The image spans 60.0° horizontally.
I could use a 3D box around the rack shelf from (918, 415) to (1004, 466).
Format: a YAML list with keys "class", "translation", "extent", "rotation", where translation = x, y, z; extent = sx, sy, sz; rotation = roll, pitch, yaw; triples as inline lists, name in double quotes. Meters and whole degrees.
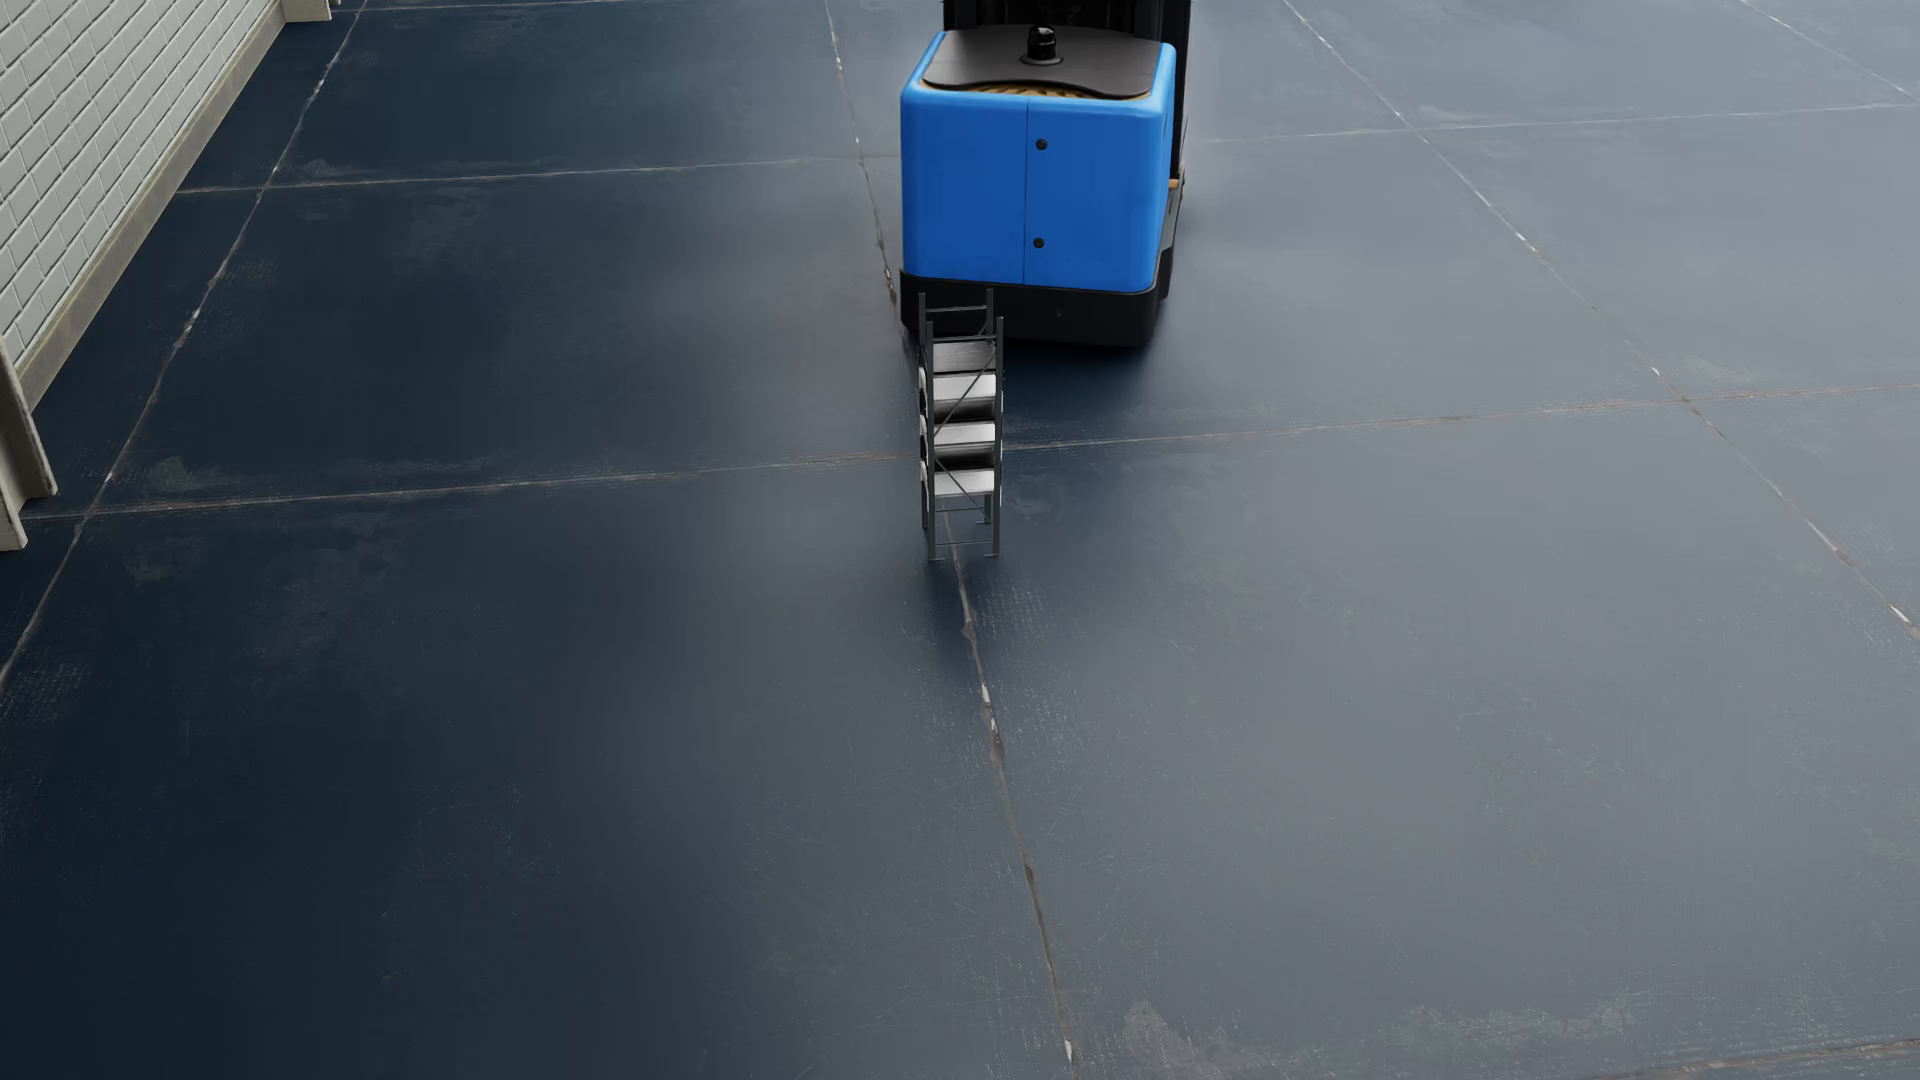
- class: "rack shelf"
  translation: [0.001, -0.340, 5.509]
  extent: [0.258, 0.077, 0.200]
  rotation: [-4, 35, -6]

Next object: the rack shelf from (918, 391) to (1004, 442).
- class: "rack shelf"
  translation: [0.001, -0.414, 5.458]
  extent: [0.258, 0.077, 0.200]
  rotation: [-4, 35, -6]

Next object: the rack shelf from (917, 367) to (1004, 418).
- class: "rack shelf"
  translation: [0.001, -0.489, 5.407]
  extent: [0.258, 0.077, 0.200]
  rotation: [-4, 35, -6]

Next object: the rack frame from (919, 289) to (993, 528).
- class: "rack frame"
  translation: [-0.013, -0.424, 5.573]
  extent: [0.240, 0.900, 0.006]
  rotation: [-4, 35, -6]

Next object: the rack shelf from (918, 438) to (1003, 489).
- class: "rack shelf"
  translation: [0.001, -0.265, 5.559]
  extent: [0.258, 0.077, 0.200]
  rotation: [-4, 35, -6]

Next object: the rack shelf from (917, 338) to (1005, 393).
- class: "rack shelf"
  translation: [0.001, -0.563, 5.357]
  extent: [0.258, 0.077, 0.200]
  rotation: [-4, 35, -6]

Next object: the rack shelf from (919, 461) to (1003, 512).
- class: "rack shelf"
  translation: [0.001, -0.191, 5.610]
  extent: [0.258, 0.077, 0.200]
  rotation: [-4, 35, -6]

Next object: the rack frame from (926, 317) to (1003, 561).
- class: "rack frame"
  translation: [0.015, -0.311, 5.407]
  extent: [0.240, 0.900, 0.006]
  rotation: [-4, 35, -6]

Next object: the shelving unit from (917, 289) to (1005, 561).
- class: "shelving unit"
  translation: [0.001, -0.367, 5.490]
  extent: [0.258, 0.900, 0.210]
  rotation: [-4, 35, -6]

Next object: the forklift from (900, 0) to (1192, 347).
- class: "forklift"
  translation: [0.511, -2.817, 7.281]
  extent: [1.130, 2.935, 3.031]
  rotation: [6, 35, 8]

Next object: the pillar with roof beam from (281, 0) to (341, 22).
- class: "pillar with roof beam"
  translation: [0.065, -7.461, 8.707]
  extent: [9.100, 9.000, 0.400]
  rotation: [-4, 35, -6]
